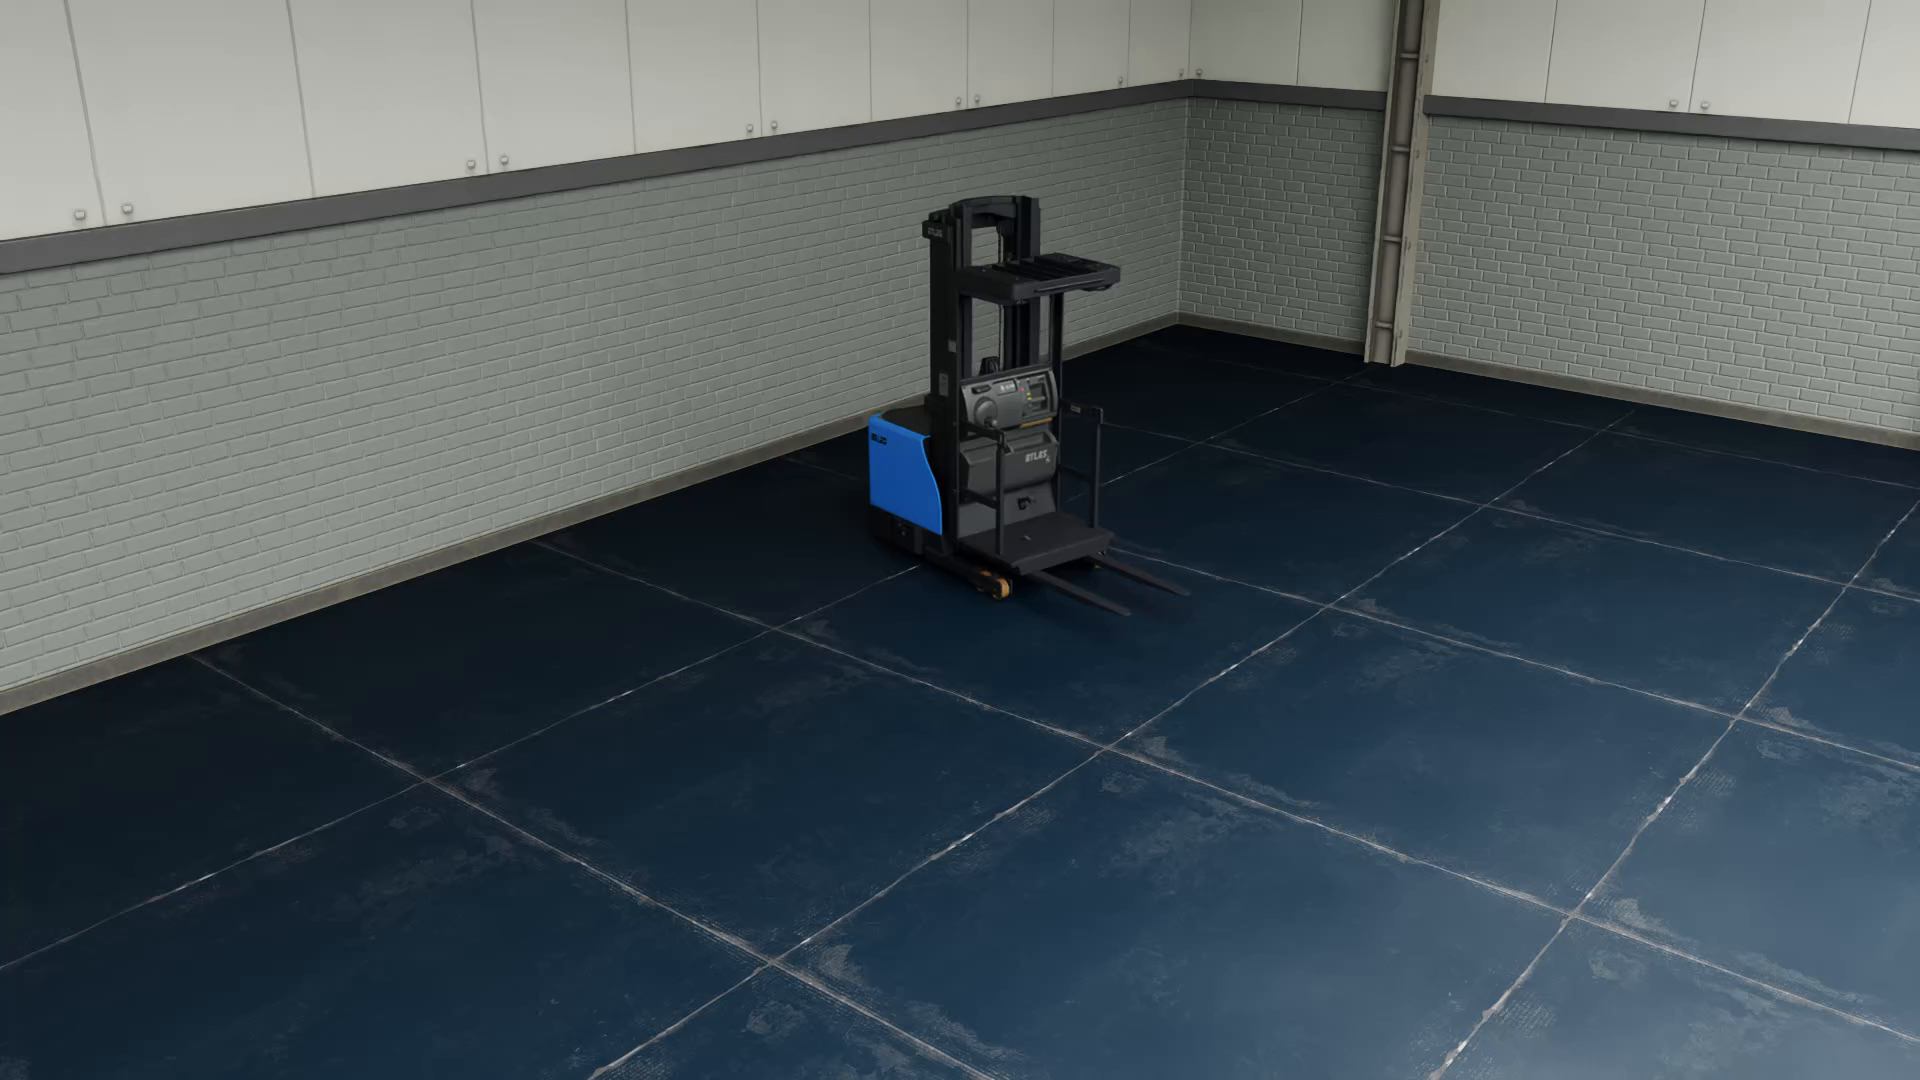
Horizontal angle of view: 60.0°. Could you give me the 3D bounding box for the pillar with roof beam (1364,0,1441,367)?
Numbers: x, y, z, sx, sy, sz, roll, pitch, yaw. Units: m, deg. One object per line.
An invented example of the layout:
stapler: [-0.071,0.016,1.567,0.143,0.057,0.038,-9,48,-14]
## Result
pillar with roof beam: [2.331,-5.154,15.085,0.400,9.000,9.100,16,26,36]

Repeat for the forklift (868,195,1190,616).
forklift: [0.526,-1.107,12.953,1.130,2.935,3.031,-16,26,-36]
